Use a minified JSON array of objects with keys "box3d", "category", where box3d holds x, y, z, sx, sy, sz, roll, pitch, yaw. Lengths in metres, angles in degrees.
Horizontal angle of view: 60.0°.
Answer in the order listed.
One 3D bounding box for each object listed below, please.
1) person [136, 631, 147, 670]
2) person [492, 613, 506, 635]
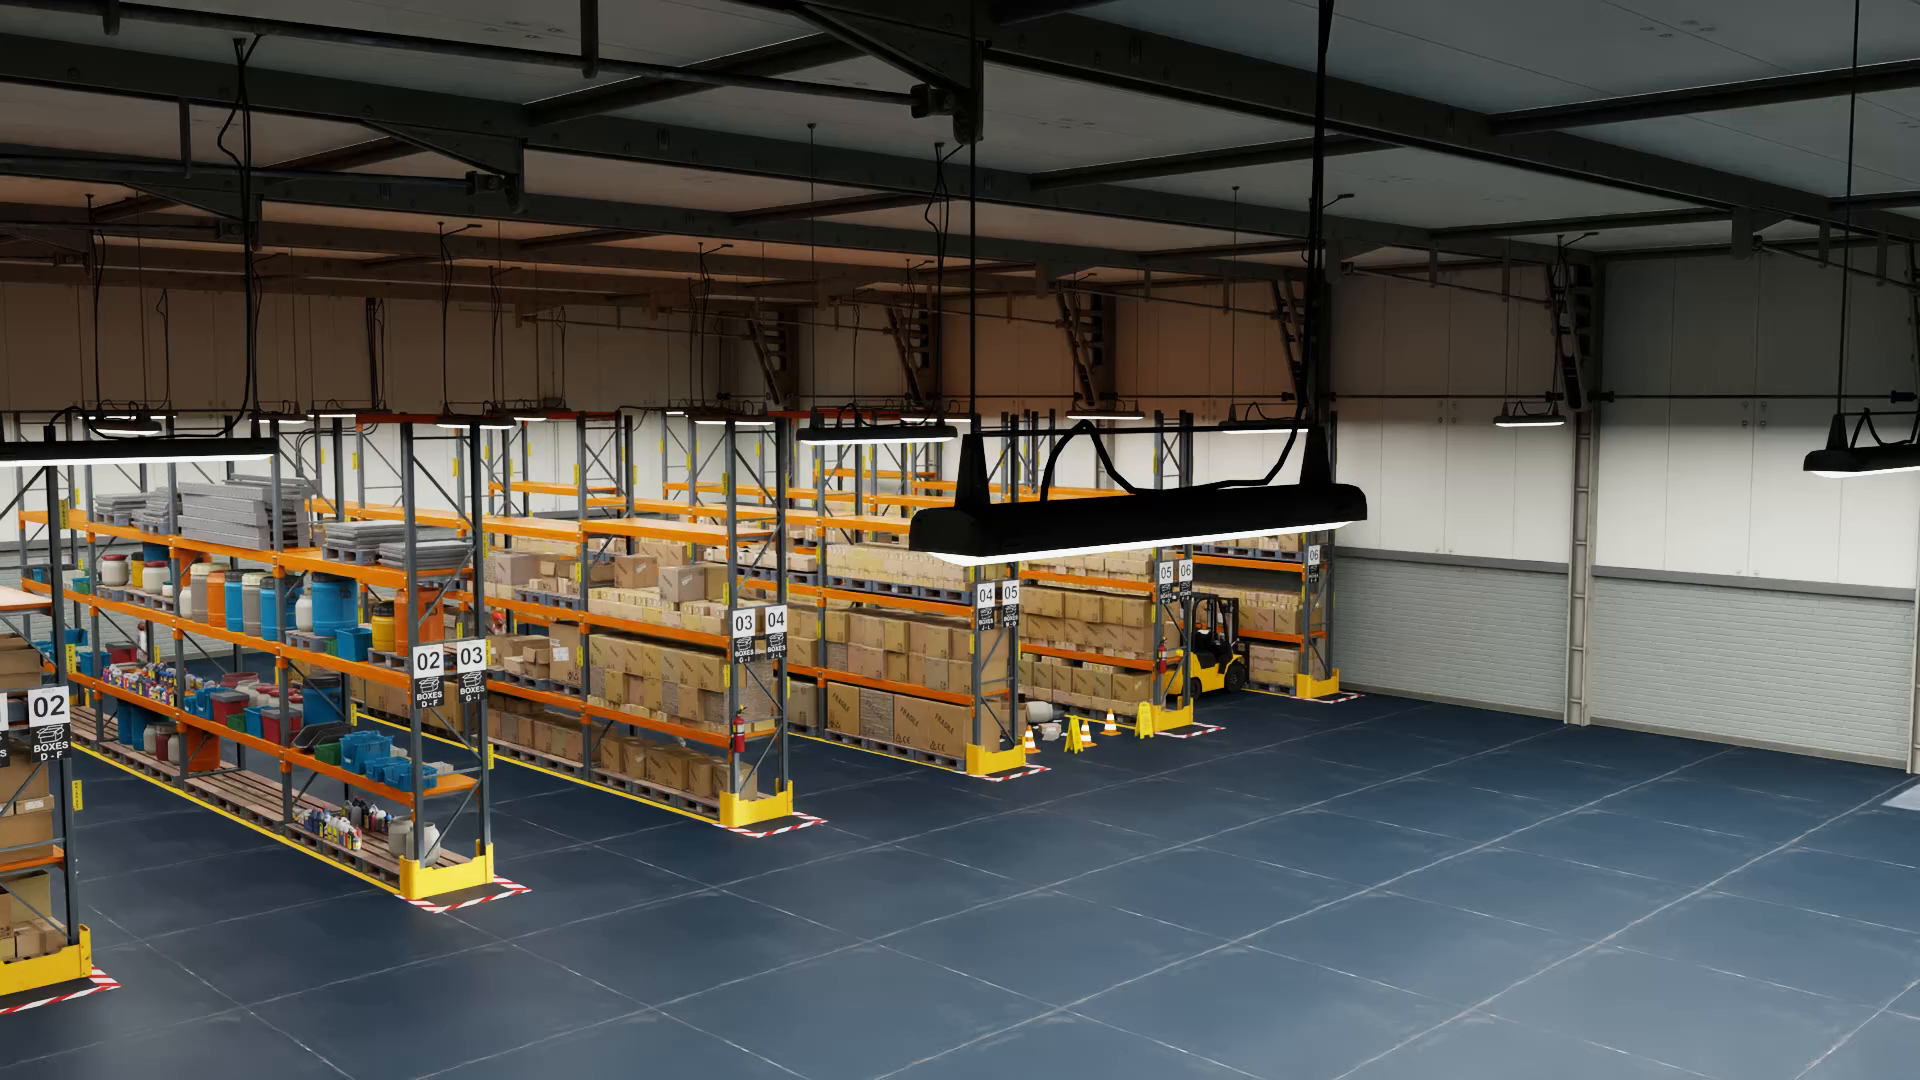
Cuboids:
[{"box3d":[-17.166,2.610,35.006,0.425,1.402,0.445,5,7,44],"category":"person"},{"box3d":[-9.947,1.981,35.672,0.649,0.851,0.491,-4,6,-37],"category":"person"}]
